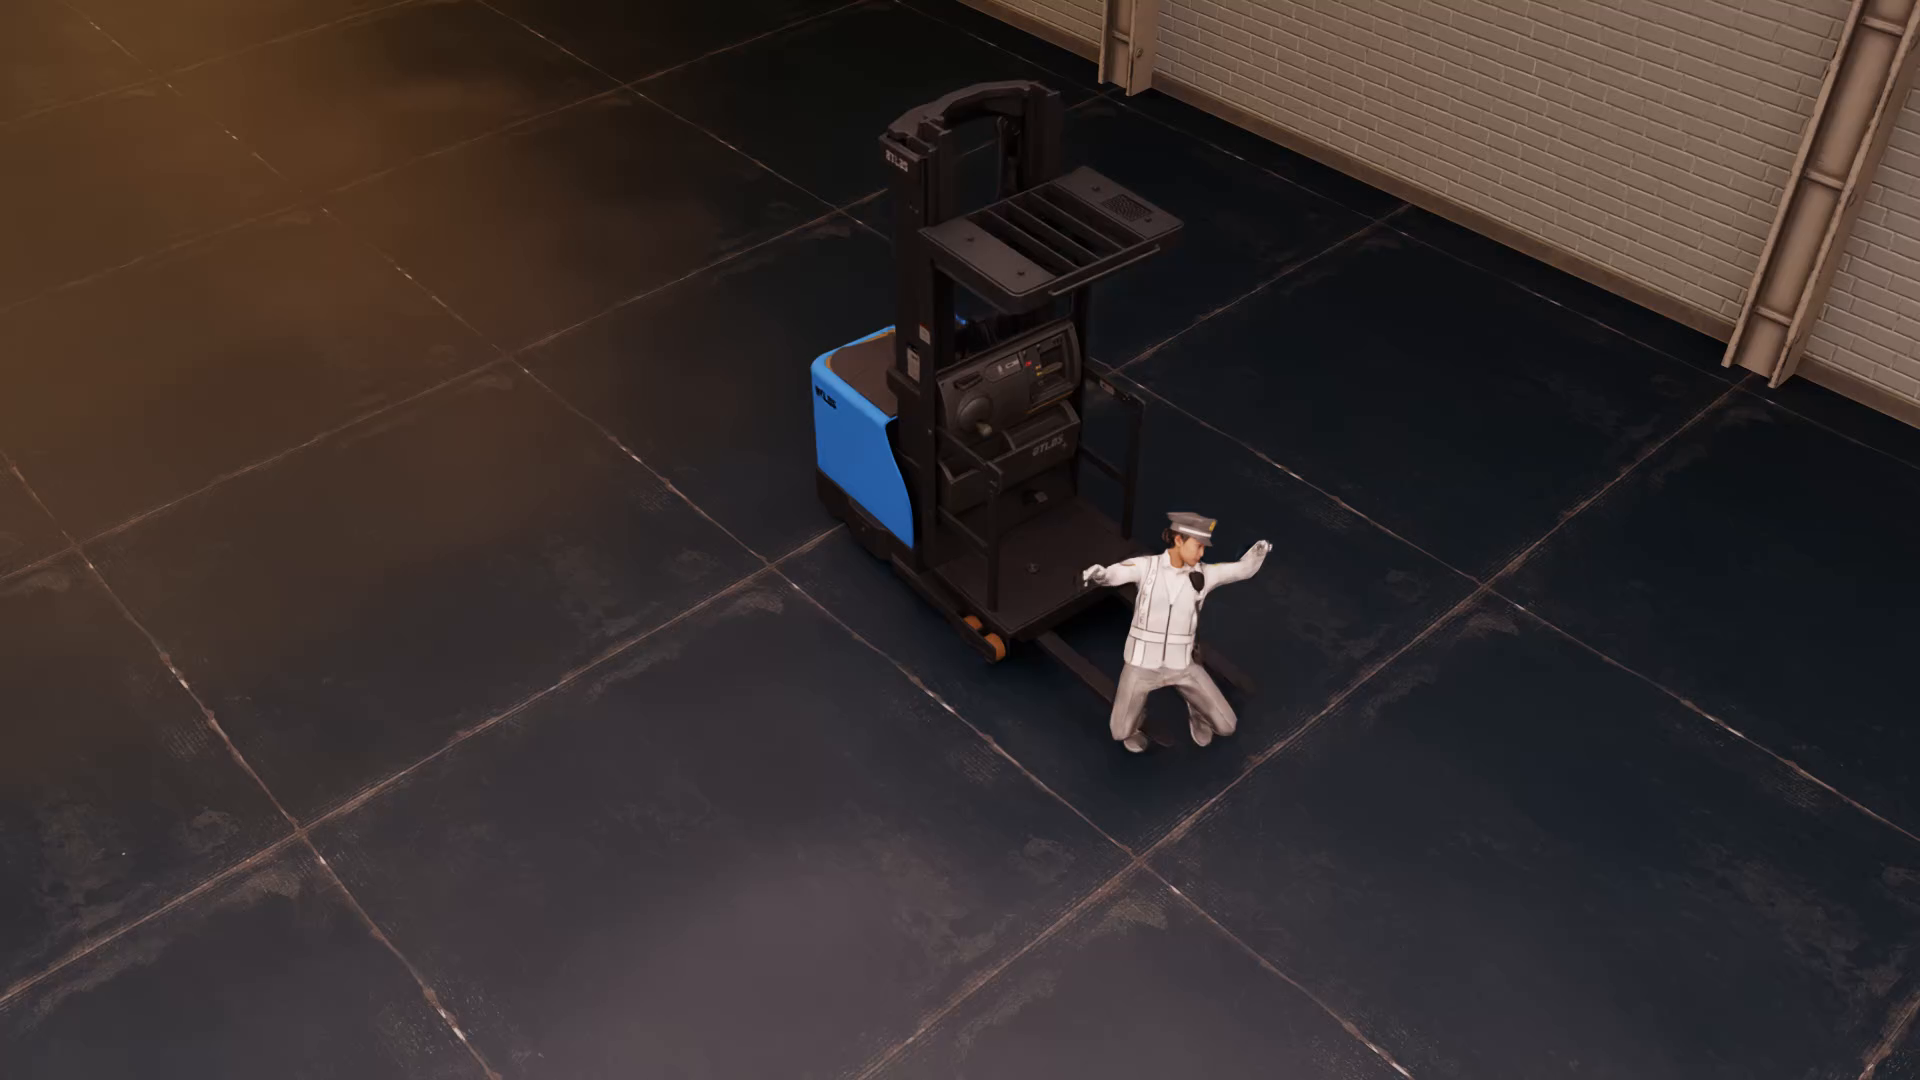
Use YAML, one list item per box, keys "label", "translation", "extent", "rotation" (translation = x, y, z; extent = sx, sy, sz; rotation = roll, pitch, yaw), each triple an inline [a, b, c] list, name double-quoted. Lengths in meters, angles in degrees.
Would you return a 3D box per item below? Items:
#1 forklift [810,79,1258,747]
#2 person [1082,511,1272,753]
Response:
- label: "forklift"
  translation: [0.405, -0.788, 8.822]
  extent: [1.130, 2.935, 3.031]
  rotation: [-27, 48, -28]
- label: "person"
  translation: [1.016, 0.467, 8.388]
  extent: [0.890, 1.552, 0.728]
  rotation: [0, 41, 0]
